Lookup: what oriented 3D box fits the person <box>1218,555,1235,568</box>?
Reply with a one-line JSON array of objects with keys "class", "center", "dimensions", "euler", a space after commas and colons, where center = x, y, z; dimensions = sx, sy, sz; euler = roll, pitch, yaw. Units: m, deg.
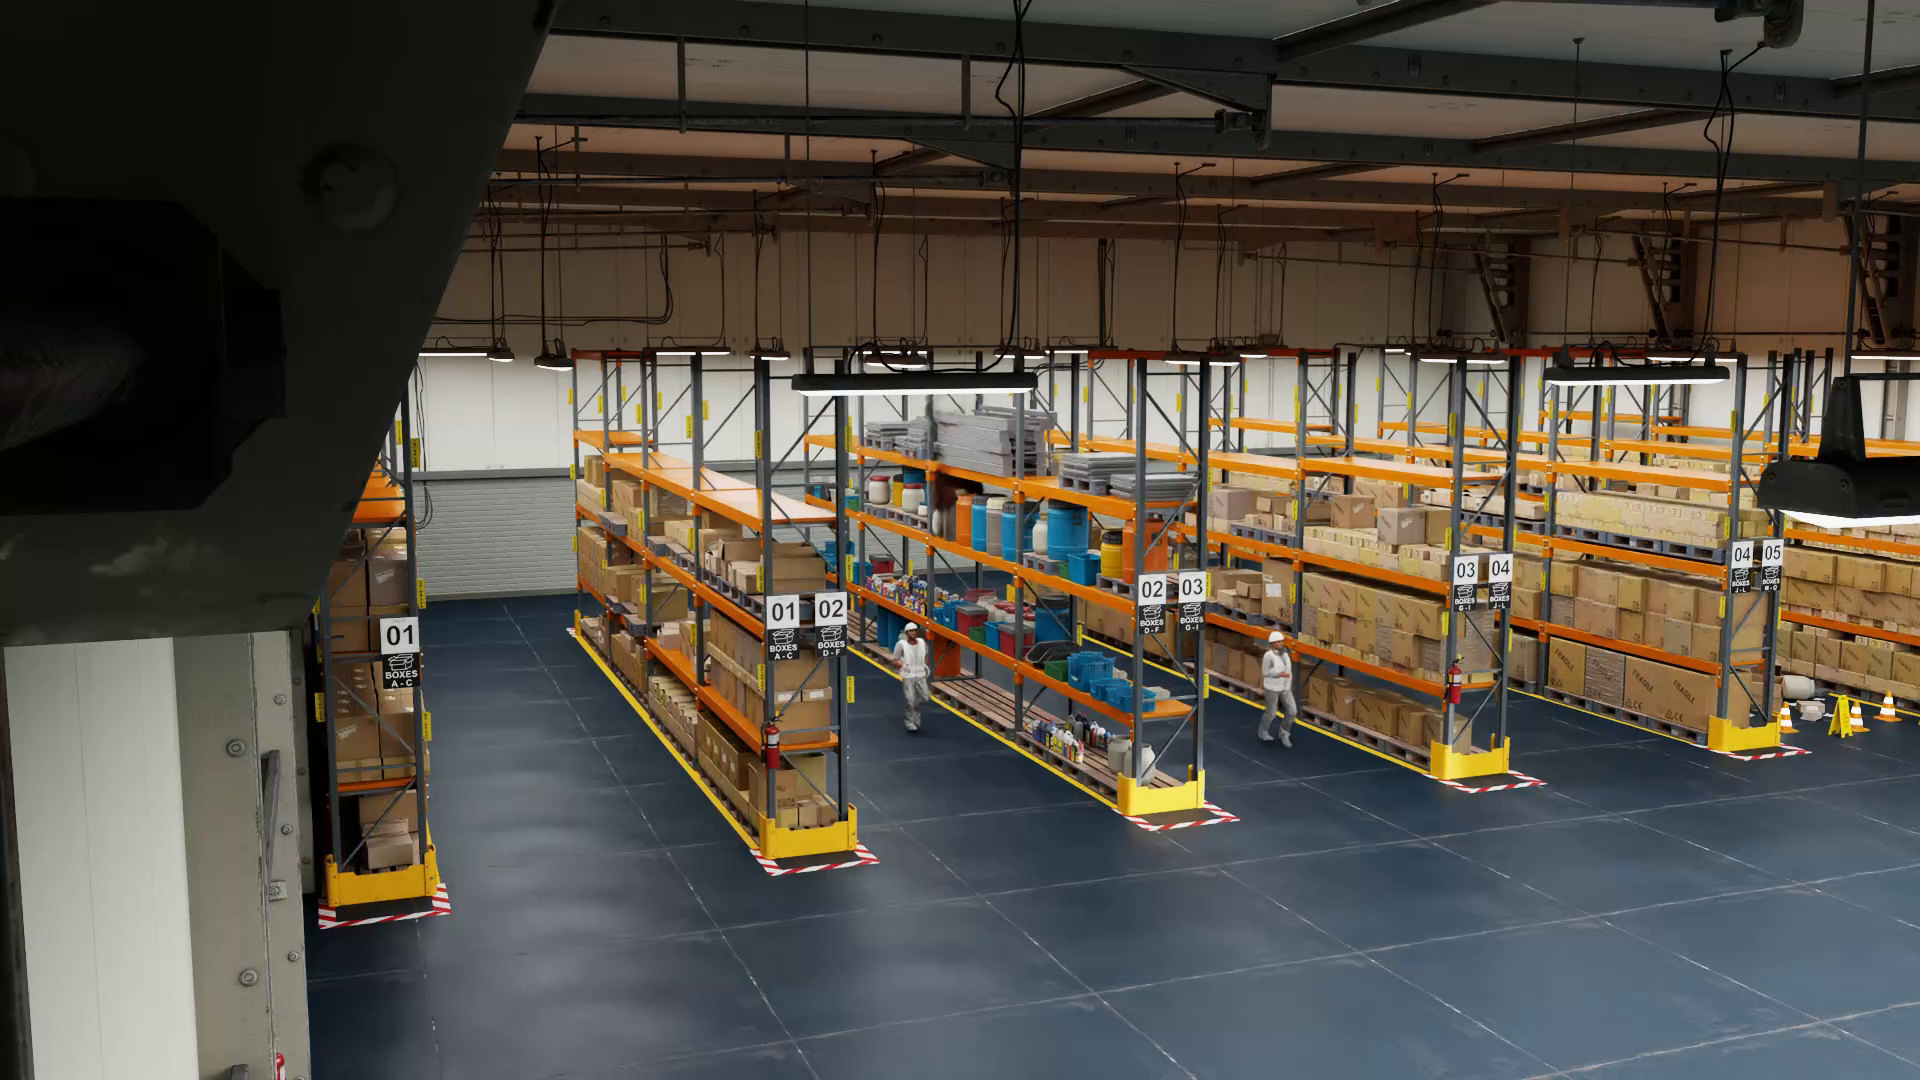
[{"class": "person", "center": [6.665, 0.343, 41.758], "dimensions": [0.662, 1.629, 0.896], "euler": [2, 7, 15]}]

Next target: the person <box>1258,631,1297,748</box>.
[{"class": "person", "center": [4.870, 2.301, 25.497], "dimensions": [0.635, 1.822, 0.756], "euler": [-4, 8, -30]}]

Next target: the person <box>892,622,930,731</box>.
[{"class": "person", "center": [-0.721, 2.181, 26.408], "dimensions": [0.669, 1.737, 0.589], "euler": [-3, 8, -22]}]
